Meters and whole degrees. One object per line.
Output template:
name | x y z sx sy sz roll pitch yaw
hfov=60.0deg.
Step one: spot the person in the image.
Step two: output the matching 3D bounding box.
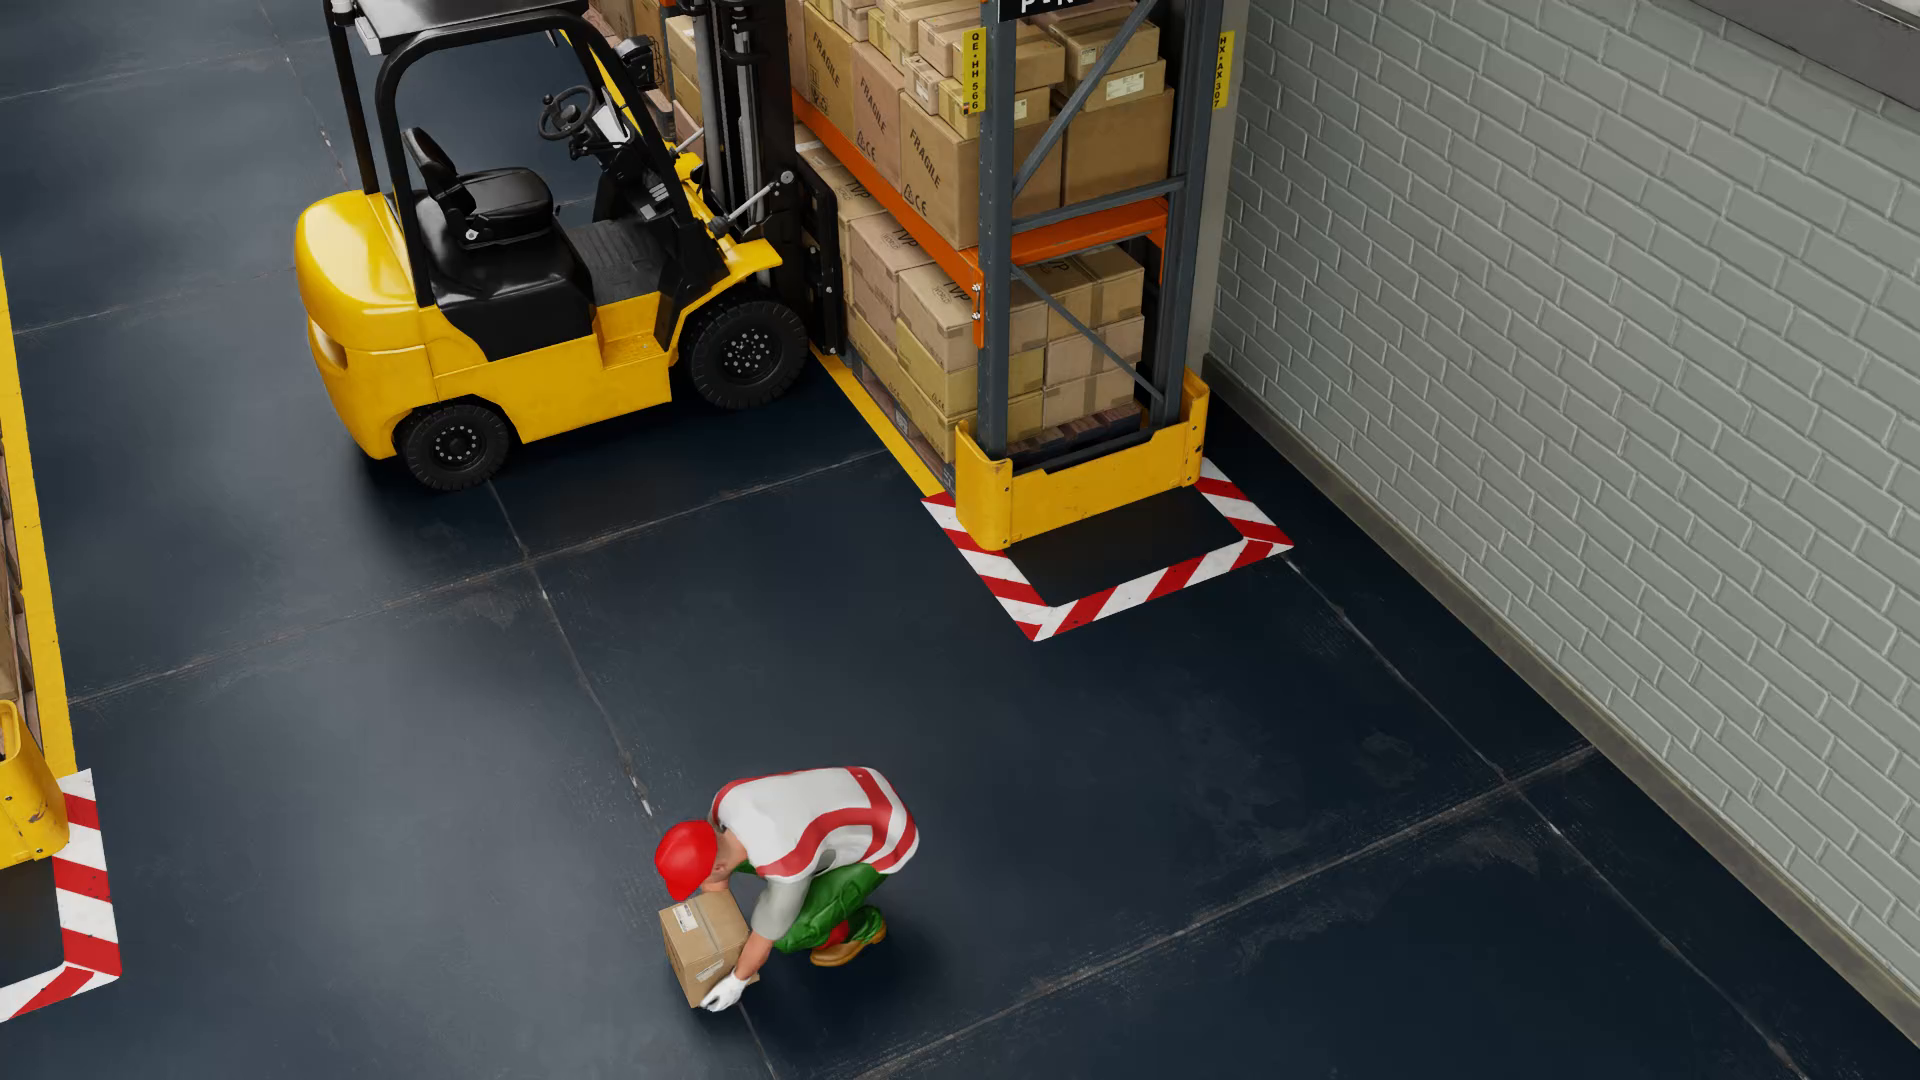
person | -0.576 1.114 5.629 0.901 0.879 0.547 -19 44 -20
